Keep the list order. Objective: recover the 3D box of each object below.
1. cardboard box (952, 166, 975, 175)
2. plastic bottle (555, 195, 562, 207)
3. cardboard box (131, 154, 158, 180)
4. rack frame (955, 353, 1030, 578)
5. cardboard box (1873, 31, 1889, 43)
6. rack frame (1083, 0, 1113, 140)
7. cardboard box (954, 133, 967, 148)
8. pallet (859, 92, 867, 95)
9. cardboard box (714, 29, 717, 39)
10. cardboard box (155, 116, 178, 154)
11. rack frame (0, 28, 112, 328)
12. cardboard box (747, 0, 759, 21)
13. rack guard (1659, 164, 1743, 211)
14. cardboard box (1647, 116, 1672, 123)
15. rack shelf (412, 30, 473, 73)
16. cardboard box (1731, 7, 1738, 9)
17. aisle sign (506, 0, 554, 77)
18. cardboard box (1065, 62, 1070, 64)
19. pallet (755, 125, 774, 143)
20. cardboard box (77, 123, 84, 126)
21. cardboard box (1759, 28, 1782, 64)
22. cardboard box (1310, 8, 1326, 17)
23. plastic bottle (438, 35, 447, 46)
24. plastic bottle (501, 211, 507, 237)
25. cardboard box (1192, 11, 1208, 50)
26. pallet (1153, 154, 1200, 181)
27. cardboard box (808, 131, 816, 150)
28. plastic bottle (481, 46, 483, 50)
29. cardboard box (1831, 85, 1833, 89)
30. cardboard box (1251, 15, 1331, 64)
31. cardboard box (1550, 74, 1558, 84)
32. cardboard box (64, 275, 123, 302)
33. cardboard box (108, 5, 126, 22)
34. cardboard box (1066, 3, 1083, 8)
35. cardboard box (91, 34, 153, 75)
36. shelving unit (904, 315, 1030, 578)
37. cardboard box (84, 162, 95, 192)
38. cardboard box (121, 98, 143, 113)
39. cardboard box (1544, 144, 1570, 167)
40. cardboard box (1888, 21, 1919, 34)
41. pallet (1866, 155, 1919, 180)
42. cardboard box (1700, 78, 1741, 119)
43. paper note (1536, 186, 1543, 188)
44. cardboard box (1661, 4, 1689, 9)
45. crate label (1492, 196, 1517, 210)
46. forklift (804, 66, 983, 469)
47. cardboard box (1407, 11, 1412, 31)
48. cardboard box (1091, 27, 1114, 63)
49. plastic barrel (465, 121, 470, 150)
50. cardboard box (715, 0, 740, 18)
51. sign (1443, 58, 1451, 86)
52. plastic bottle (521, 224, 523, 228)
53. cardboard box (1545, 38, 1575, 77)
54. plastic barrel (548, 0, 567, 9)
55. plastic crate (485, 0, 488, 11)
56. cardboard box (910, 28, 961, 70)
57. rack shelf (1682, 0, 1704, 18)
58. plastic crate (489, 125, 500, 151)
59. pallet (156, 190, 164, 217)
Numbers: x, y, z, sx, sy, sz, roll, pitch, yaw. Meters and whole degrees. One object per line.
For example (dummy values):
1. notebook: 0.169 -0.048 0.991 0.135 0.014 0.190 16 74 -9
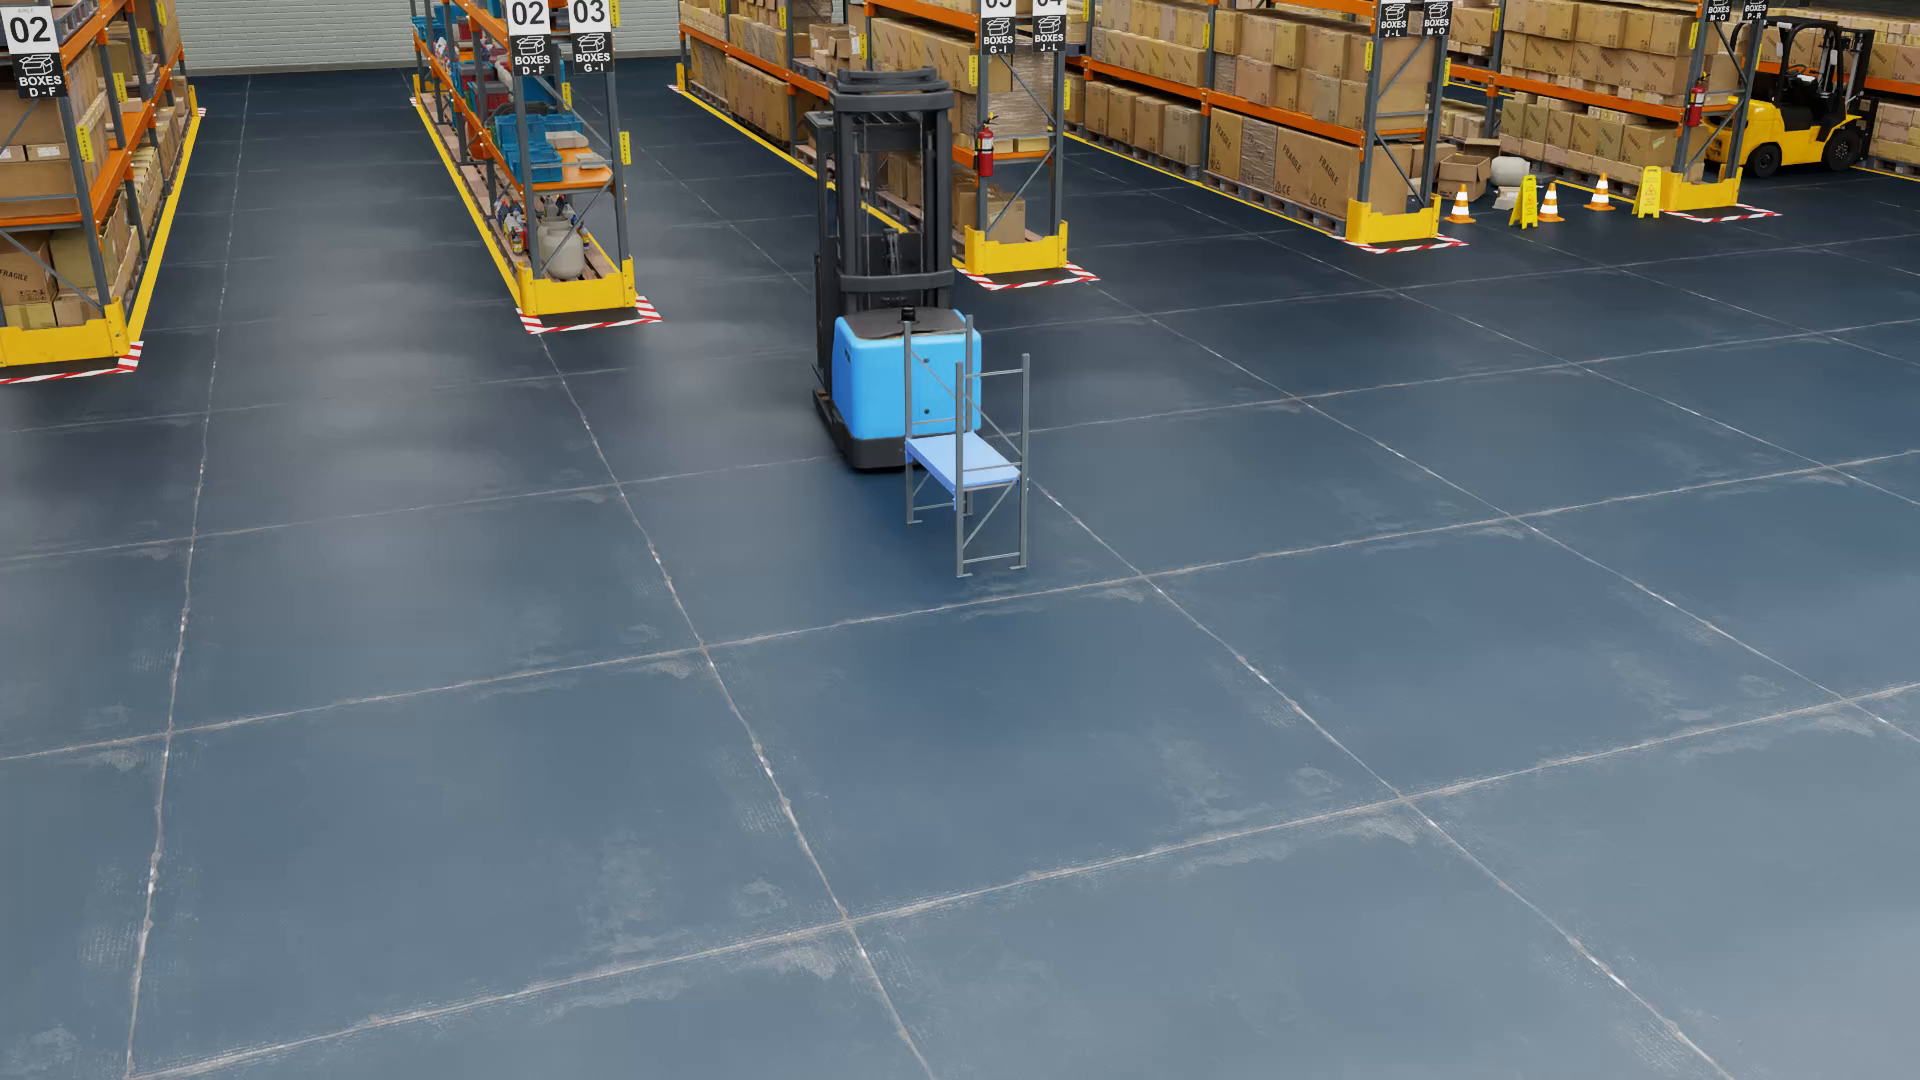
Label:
1. cardboard box: -0.134 -4.426 21.066 0.500 0.500 0.500 -11 25 -24
2. plastic bottle: -4.877 -4.065 20.376 0.144 0.351 0.185 -9 24 -20
3. cardboard box: -10.817 -4.893 21.774 0.500 0.311 0.500 -9 24 -20
4. rack frame: 0.210 -0.475 10.947 0.500 1.500 0.032 -8 24 -19
5. cardboard box: 13.726 -7.441 24.578 0.380 0.149 0.250 -8 24 -19
6. rack frame: 2.523 -8.054 26.997 1.000 3.000 0.127 -8 24 -19
7. cardboard box: 0.155 -4.638 19.214 0.380 0.149 0.250 -8 24 -19
8. pallet: -0.874 -6.166 22.764 1.003 0.211 1.213 -8 24 -19
9. cardboard box: -4.162 -9.000 29.566 0.380 0.149 0.250 -9 24 -20
10. cardboard box: -12.049 -6.054 24.903 0.500 0.500 0.500 -8 24 -18
11. rack frame: -8.596 -3.146 15.351 1.000 3.000 0.127 -8 24 -19
12. cardboard box: -3.101 -8.890 27.560 0.797 0.503 0.637 -8 24 -18
13. rack guard: 9.917 -4.739 22.350 1.175 0.500 0.348 -8 24 -19
14. cardboard box: 9.720 -5.664 23.361 0.500 0.500 0.500 -9 25 -21
15. rack shelf: -8.906 -8.579 29.169 1.077 0.370 4.000 -8 24 -19
16. cardboard box: 12.943 -8.880 27.994 0.380 0.149 0.250 -8 24 -19
17. aisle sign: -4.213 -4.955 16.297 0.394 0.787 0.004 -8 24 -19
18. cardboard box: 1.978 -8.280 29.245 0.500 0.250 0.500 -9 25 -21
19. pallet: -2.788 -6.865 27.765 1.003 0.211 1.213 -8 24 -19
20. cardboard box: -8.899 -4.038 16.504 0.380 0.149 0.250 -9 25 -21
21. cardboard box: 13.086 -7.848 26.379 0.500 0.500 0.500 -9 24 -20
22. cardboard box: 6.525 -9.258 29.403 0.500 0.250 0.500 -9 24 -20
23. plastic bottle: -8.364 -7.974 26.871 0.144 0.351 0.185 -8 24 -19
24. plastic bottle: -5.391 -3.744 19.701 0.061 0.283 0.133 -7 24 -17
25. cardboard box: 3.755 -7.287 23.761 0.700 0.500 0.500 -9 24 -20
26. pallet: 3.593 -5.586 24.731 1.003 0.211 1.213 -8 24 -19
27. cardboard box: -1.898 -6.220 25.298 0.700 0.500 0.500 -10 25 -22
28. plastic bottle: -7.514 -7.637 26.173 0.097 0.271 0.097 0 23 0
29. cardboard box: 13.721 -7.052 26.331 0.500 0.250 0.500 -9 24 -20
30. cardboard box: 4.399 -6.630 22.034 0.875 0.550 0.550 -8 24 -19
31. cardboard box: 8.781 -6.678 24.056 0.380 0.149 0.250 -8 24 -19
32. cardboard box: -8.757 -2.479 16.768 0.500 0.250 0.500 -8 24 -19
33. cardboard box: -13.256 -8.161 25.834 0.500 0.500 0.500 -8 24 -19
34. cardboard box: 1.990 -9.169 28.659 0.380 0.149 0.250 -9 24 -20
35. cardboard box: -11.894 -6.864 23.504 0.700 0.500 0.500 -4 23 -9
36. shelving unit: 0.030 -0.660 11.385 0.538 1.500 1.048 -8 24 -19
37. cardboard box: -9.109 -3.734 16.619 0.700 0.500 0.500 -8 24 -19
38. cardboard box: -10.846 -5.648 21.611 0.380 0.149 0.250 -8 24 -19
39. cardboard box: 8.876 -5.607 24.190 0.500 0.250 0.500 -9 24 -20
40. cardboard box: 13.814 -7.486 24.301 0.380 0.149 0.250 -8 24 -18
41. pallet: 14.277 -5.533 24.605 1.003 0.211 1.213 -8 24 -19
42. cardboard box: 12.712 -7.569 28.363 0.875 0.625 0.625 -9 24 -20
43. paper note: 8.208 -5.033 23.653 0.142 0.019 0.148 -18 29 -37
44. cardboard box: 12.245 -9.092 28.496 0.380 0.149 0.250 -8 24 -19
45. crate label: 7.331 -4.525 22.309 0.298 0.136 0.250 18 29 36
46. forklift: -0.659 -2.446 13.781 1.130 2.935 3.031 -5 23 -12
47. cardboard box: 7.445 -8.571 27.171 0.500 0.500 0.500 -8 24 -18
48. cardboard box: 2.429 -7.900 26.502 0.500 0.500 0.500 -8 24 -18
49. plastic barrel: -7.259 -6.146 25.132 0.421 0.512 0.421 0 23 0
50. cardboard box: -3.979 -9.407 29.053 0.500 0.500 0.500 -8 24 -17
51. sign: 5.870 -5.657 20.092 0.100 0.325 0.005 -8 24 -19
52. plastic bottle: -5.097 -3.582 19.423 0.097 0.201 0.097 0 23 0
53. cardboard box: 8.790 -6.938 23.838 0.500 0.500 0.500 -9 24 -19
54. plastic barrel: -4.251 -5.757 16.590 0.600 0.830 0.708 -8 24 -19
55. plastic crate: -5.071 -5.951 18.418 0.336 0.188 0.450 -8 24 -19
56. cardboard box: -0.278 -5.859 19.990 0.500 0.500 0.500 -8 24 -19
57. rack shelf: 9.237 -7.641 23.080 1.077 0.370 4.000 -8 24 -19
58. plastic crate: -5.158 -4.648 19.188 0.450 0.188 0.662 -8 24 -19
59. pallet: -11.168 -4.463 22.067 1.003 0.211 1.213 -8 24 -19
